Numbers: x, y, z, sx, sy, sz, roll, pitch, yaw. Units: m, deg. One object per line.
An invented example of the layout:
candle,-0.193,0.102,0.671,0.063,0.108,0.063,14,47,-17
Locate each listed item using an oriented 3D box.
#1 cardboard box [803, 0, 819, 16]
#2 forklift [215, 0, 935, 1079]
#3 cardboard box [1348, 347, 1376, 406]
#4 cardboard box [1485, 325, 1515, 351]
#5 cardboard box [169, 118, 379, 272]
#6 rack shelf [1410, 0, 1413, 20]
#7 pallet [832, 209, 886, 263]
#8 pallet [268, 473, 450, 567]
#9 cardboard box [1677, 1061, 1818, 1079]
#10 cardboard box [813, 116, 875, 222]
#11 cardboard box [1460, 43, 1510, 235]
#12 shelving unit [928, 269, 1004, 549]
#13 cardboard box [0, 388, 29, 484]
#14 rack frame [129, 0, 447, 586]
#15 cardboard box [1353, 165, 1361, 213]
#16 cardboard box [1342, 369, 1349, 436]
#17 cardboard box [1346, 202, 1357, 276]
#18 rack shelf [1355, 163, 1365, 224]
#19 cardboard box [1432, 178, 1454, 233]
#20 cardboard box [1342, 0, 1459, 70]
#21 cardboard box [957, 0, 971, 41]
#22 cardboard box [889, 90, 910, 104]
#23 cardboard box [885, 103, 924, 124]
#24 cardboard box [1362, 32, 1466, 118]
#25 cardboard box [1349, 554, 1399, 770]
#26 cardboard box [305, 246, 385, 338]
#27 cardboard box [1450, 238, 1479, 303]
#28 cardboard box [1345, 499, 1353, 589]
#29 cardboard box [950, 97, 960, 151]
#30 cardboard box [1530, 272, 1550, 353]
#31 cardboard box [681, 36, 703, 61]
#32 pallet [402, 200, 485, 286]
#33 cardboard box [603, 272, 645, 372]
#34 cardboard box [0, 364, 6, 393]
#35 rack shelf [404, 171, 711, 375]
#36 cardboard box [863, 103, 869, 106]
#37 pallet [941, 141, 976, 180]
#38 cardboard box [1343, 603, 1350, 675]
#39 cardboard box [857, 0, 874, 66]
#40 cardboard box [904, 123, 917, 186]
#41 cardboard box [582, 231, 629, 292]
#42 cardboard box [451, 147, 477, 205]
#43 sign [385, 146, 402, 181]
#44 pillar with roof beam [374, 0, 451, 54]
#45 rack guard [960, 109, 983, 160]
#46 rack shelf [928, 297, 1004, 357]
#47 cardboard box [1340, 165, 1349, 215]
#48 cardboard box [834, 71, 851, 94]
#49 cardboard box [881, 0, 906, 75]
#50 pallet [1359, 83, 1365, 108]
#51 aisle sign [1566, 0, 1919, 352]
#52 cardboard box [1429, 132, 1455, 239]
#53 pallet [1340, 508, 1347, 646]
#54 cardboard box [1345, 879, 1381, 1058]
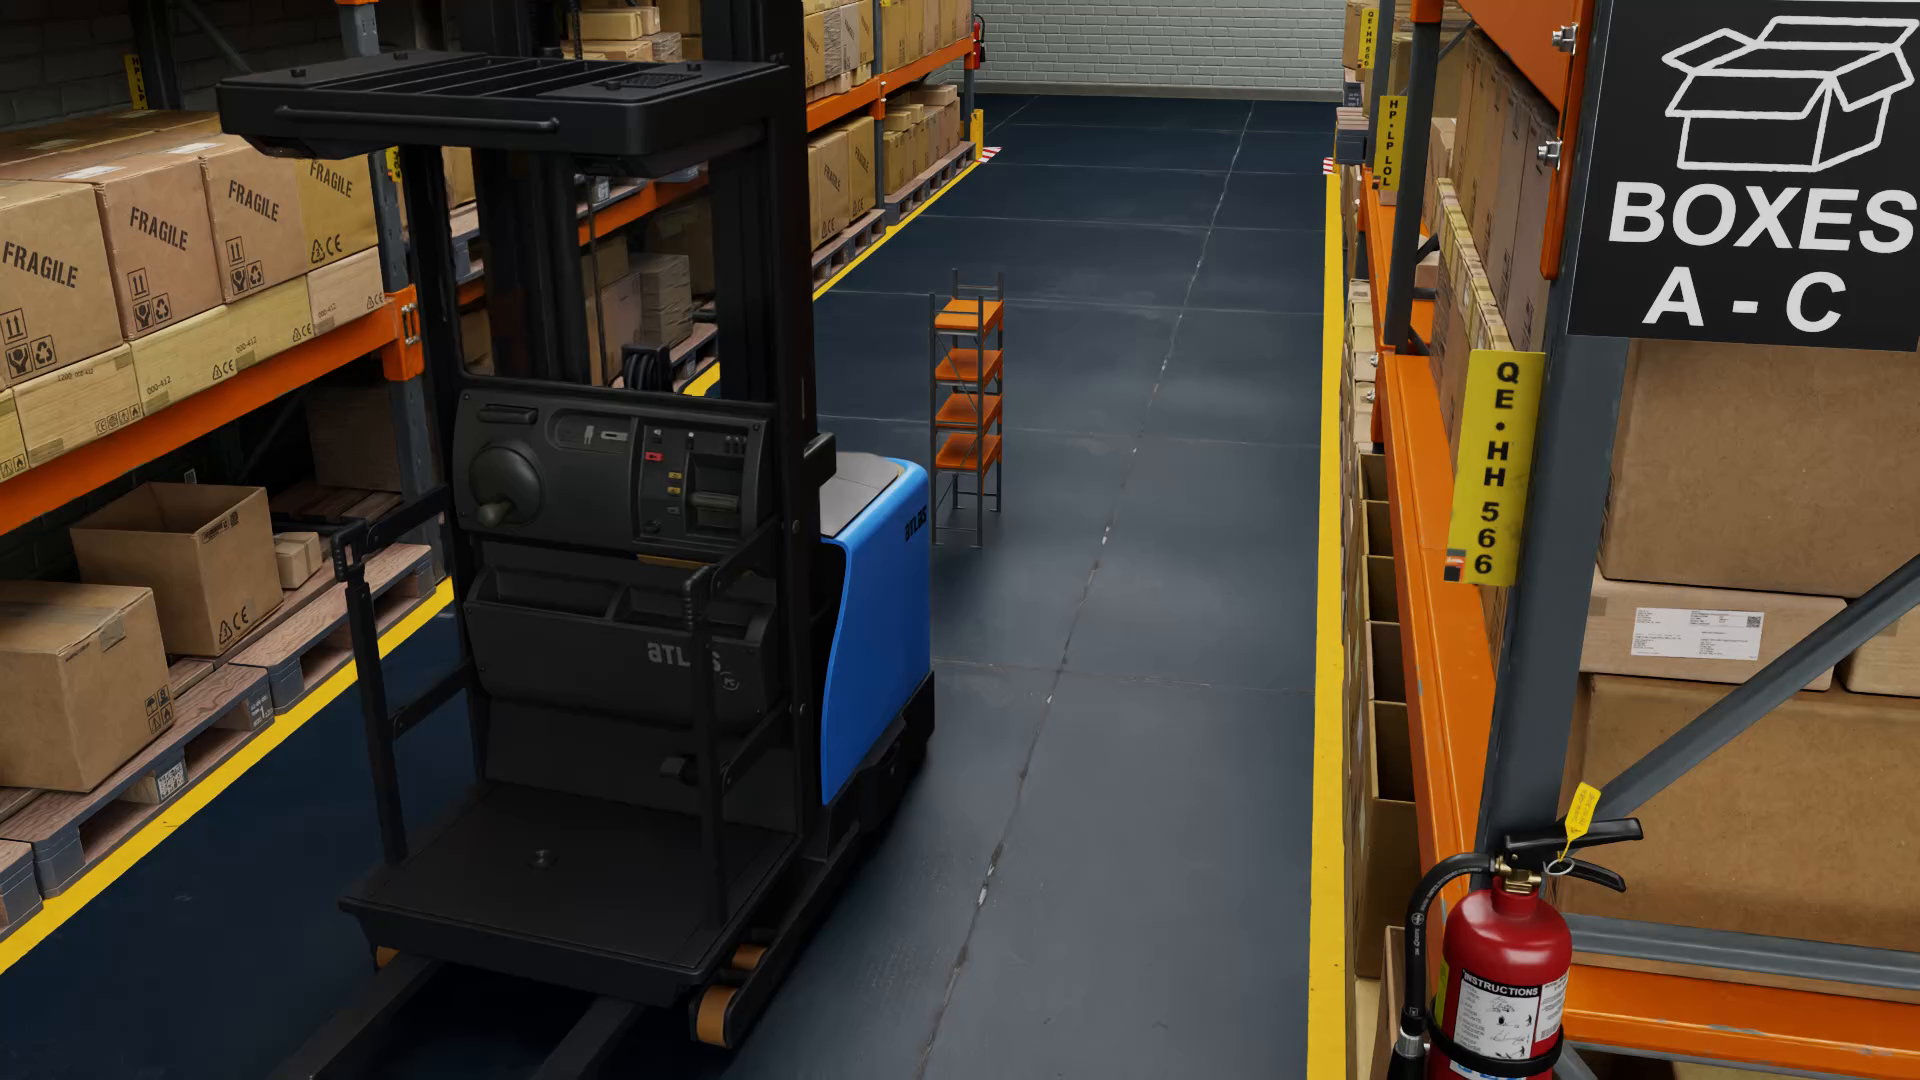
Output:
cardboard box,-1.331,-3.955,12.096,0.500,0.250,0.500,4,22,10
forklift,-1.026,-0.165,4.340,1.130,2.935,3.031,7,23,16
cardboard box,2.165,-0.767,8.110,0.500,0.311,0.500,4,22,10
cardboard box,1.391,-0.373,3.763,0.380,0.149,0.250,5,22,12
cardboard box,-2.591,-1.328,6.307,0.500,0.500,0.500,4,22,11
rack shelf,2.461,-2.650,7.366,1.077,0.370,4.000,4,22,11
pallet,-1.249,-2.581,13.981,1.003,0.211,1.213,4,22,11
pallet,-2.640,-0.229,8.138,1.003,0.211,1.213,4,22,11
cardboard box,1.664,0.973,3.538,0.500,0.500,0.500,4,22,11
cardboard box,-1.170,-3.113,13.883,0.750,0.750,0.750,5,22,12
cardboard box,1.866,-1.161,4.852,0.700,0.500,0.500,4,22,11
shelving unit,0.034,-0.617,7.780,0.258,1.200,0.503,4,22,11
cardboard box,-3.002,-0.245,4.621,0.500,0.250,0.500,4,22,10
rack frame,-2.798,-1.237,6.910,1.000,3.000,0.127,4,22,11
cardboard box,3.042,-2.472,11.728,0.500,0.250,0.500,4,22,10
cardboard box,2.273,-0.699,8.694,0.500,0.250,0.500,4,22,10
cardboard box,3.037,-2.110,11.834,0.500,0.500,0.500,4,22,9
rack shelf,3.277,-2.722,11.559,1.077,0.370,4.000,4,22,11
cardboard box,1.808,-1.125,5.629,0.380,0.149,0.250,4,22,11
cardboard box,3.369,-3.872,12.756,0.700,0.500,0.500,-3,22,-7
cardboard box,-0.443,-5.578,17.286,0.980,0.700,0.700,5,23,13
cardboard box,-0.718,-4.483,16.884,0.380,0.149,0.250,5,22,11
cardboard box,-0.557,-4.067,15.852,0.380,0.149,0.250,4,22,9
cardboard box,2.887,-2.804,10.104,0.700,0.500,0.500,-3,22,-7
cardboard box,1.448,0.383,5.001,0.500,0.500,0.500,4,22,11
cardboard box,-2.597,-0.981,6.447,0.500,0.250,0.500,5,22,11
cardboard box,1.601,-0.751,4.701,0.380,0.149,0.250,4,22,9
cardboard box,1.854,0.046,6.843,0.500,0.250,0.500,4,22,10
cardboard box,-0.394,-4.397,17.541,0.700,0.500,0.500,4,22,11
cardboard box,1.457,-0.428,3.031,0.700,0.500,0.500,4,22,10
cardboard box,-1.632,-3.052,10.857,0.500,0.500,0.500,5,22,13
pallet,-2.499,-1.417,7.613,1.003,0.211,1.213,4,22,11
cardboard box,-2.296,-1.298,9.818,0.700,0.500,0.500,4,22,11
cardboard box,-3.000,-0.582,4.454,0.500,0.500,0.500,4,22,9
rack shelf,-2.389,-1.635,8.861,1.077,0.370,4.000,4,22,11
cardboard box,-0.925,-4.108,15.955,0.380,0.149,0.250,5,22,11
pallet,-0.435,-4.034,17.587,1.003,0.211,1.213,4,22,11
cardboard box,1.661,0.366,6.047,0.500,0.250,0.500,4,22,11
cardboard box,-1.013,-4.168,13.630,0.500,0.500,0.500,4,22,10
cardboard box,-0.806,-3.647,15.679,0.700,0.500,0.500,4,22,10
cardboard box,-2.255,-1.621,9.618,0.500,0.250,0.500,5,22,12
cardboard box,-2.539,-1.875,7.771,0.700,0.500,0.500,7,23,16
sign,-2.265,-1.600,6.653,0.100,0.325,0.005,4,22,11
pillar with roof beam,1.121,-4.745,7.590,9.100,9.000,0.400,4,22,11
rack guard,-0.344,-4.475,18.296,1.175,0.500,0.348,4,22,11
rack shelf,0.034,-0.982,7.633,0.258,0.148,0.480,4,22,11
cardboard box,3.524,-3.061,14.196,0.500,0.500,0.500,4,22,11
cardboard box,-1.079,-3.624,13.146,0.380,0.149,0.250,4,22,11
cardboard box,-1.038,-4.499,14.608,0.980,0.700,0.700,5,22,12
pallet,3.261,-2.946,11.411,1.003,0.211,1.213,4,22,11
aisle sign,0.936,-0.602,1.854,0.394,0.787,0.004,4,22,11
cardboard box,2.435,-1.563,7.585,0.500,0.500,0.500,4,22,11
pallet,2.165,0.160,7.173,1.003,0.211,1.213,4,22,11
cardboard box,1.247,1.097,4.232,0.500,0.250,0.500,4,22,11
